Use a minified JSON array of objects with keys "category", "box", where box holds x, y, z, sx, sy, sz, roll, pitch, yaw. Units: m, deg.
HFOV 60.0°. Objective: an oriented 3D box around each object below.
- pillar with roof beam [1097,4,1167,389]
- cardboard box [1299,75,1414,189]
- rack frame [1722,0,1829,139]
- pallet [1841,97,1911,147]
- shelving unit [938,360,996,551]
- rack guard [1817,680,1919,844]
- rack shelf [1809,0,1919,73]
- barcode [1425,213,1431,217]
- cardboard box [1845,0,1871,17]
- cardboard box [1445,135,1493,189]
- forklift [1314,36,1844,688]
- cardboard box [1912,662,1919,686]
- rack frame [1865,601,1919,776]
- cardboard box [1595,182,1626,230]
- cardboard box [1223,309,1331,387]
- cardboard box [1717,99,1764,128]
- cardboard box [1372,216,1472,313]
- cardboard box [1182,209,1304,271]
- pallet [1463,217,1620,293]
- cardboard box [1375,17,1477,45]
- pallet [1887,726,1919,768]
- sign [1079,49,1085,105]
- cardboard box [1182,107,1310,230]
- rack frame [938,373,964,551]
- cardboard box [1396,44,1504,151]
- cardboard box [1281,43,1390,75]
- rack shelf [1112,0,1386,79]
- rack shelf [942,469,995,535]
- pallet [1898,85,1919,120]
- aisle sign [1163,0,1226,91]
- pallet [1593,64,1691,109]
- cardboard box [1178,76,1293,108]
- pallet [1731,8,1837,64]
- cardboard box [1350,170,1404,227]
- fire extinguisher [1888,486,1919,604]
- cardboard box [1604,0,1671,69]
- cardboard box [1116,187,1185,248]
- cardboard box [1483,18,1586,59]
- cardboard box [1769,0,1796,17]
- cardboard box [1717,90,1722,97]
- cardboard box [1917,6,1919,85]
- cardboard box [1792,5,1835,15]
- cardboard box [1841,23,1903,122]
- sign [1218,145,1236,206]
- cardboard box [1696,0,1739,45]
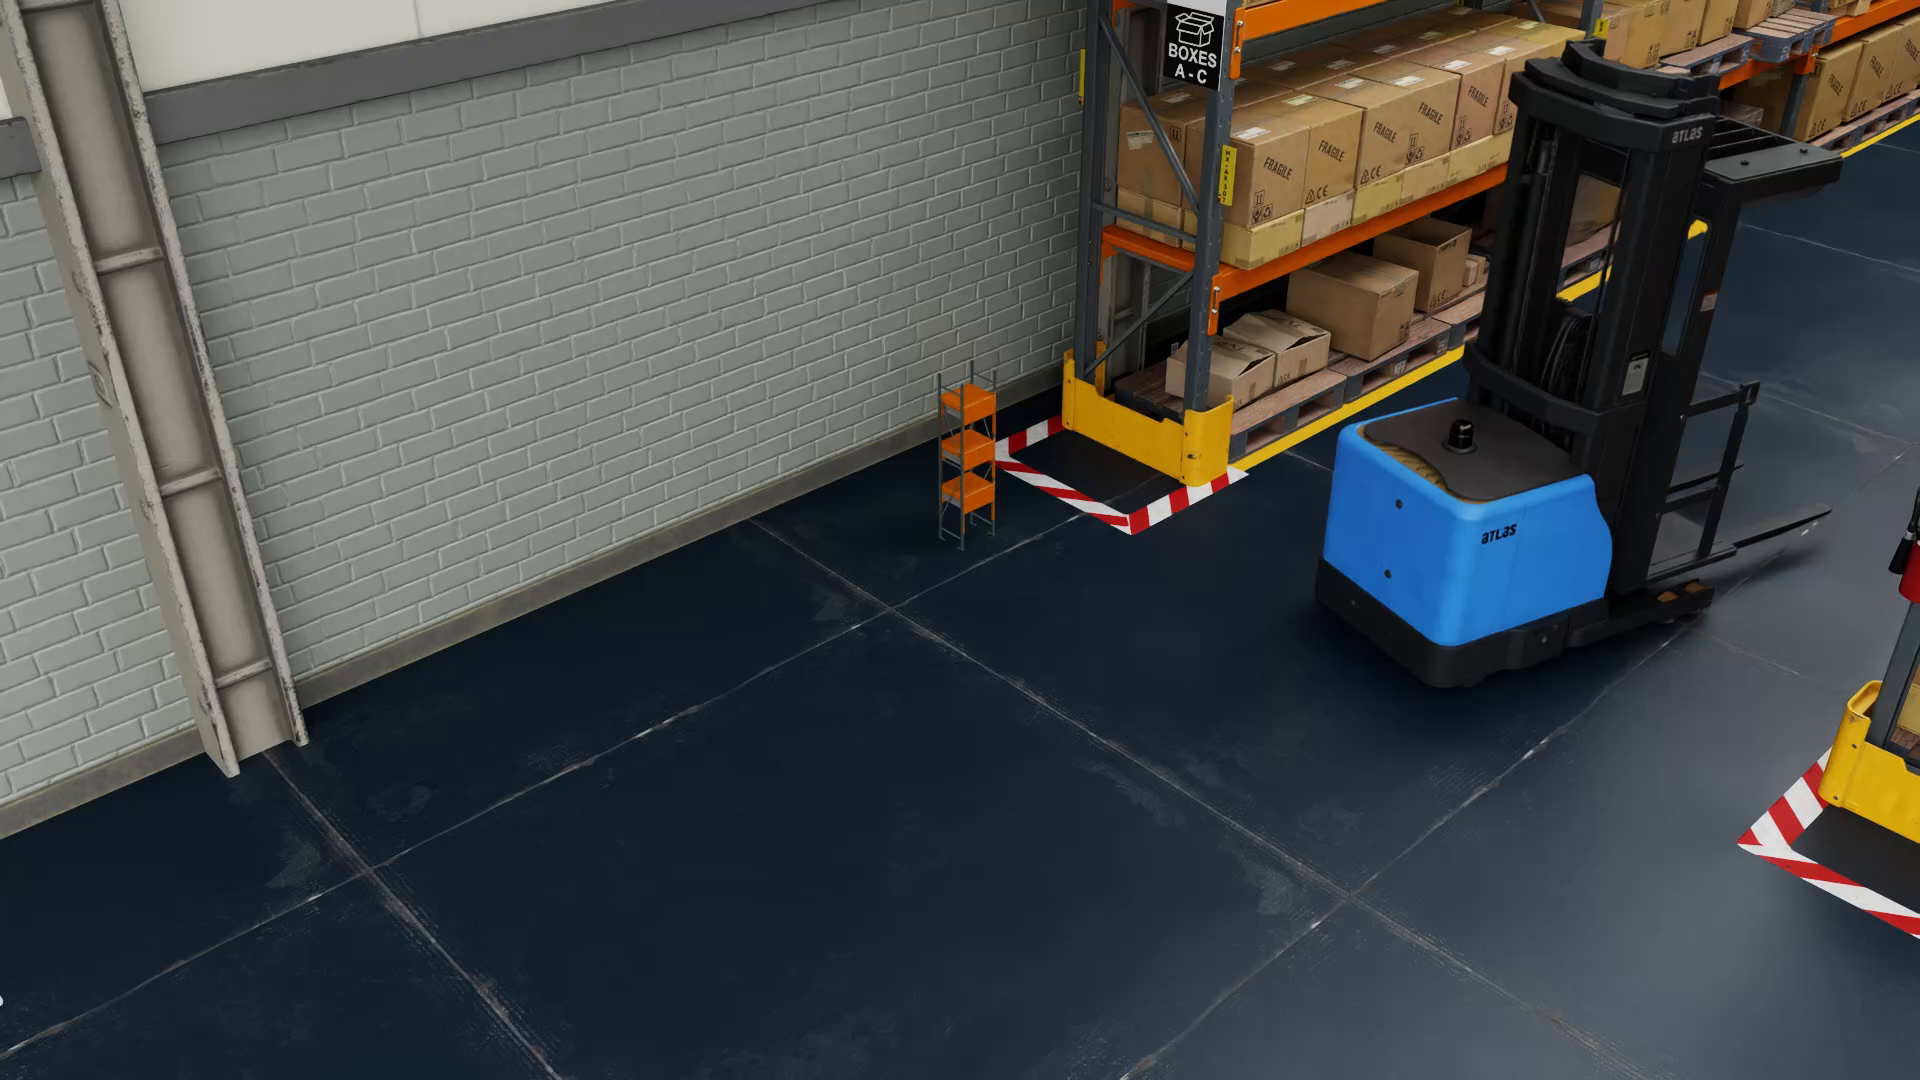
[{"category":"pillar with roof beam","box":[3.952,-3.338,6.417,0.400,9.000,9.100,-26,40,-35]},{"category":"cardboard box","box":[2.407,-2.517,10.231,0.500,0.500,0.500,-27,41,-37]},{"category":"rack frame","box":[6.966,-4.684,14.368,0.127,3.000,1.000,-26,40,-35]},{"category":"pallet","box":[8.490,-4.175,16.210,1.213,0.211,1.003,-26,40,-35]},{"category":"shelving unit","box":[0.039,-0.467,9.342,0.252,1.050,0.215,-26,40,-35]},{"category":"rack guard","box":[4.453,1.123,7.269,0.348,0.500,1.175,-26,40,-35]},{"category":"rack shelf","box":[8.433,-5.086,15.716,4.000,0.370,1.077,-26,40,-35]},{"category":"barcode","box":[3.474,-2.423,12.339,0.075,0.075,0.001,-26,40,-35]},{"category":"cardboard box","box":[7.808,-4.761,14.717,0.250,0.149,0.380,-24,39,-34]},{"category":"cardboard box","box":[3.163,-2.567,11.032,0.500,0.250,0.500,-26,40,-36]},{"category":"forklift","box":[3.464,-1.037,8.471,3.031,2.935,1.130,-15,34,-23]},{"category":"cardboard box","box":[4.662,0.418,7.540,0.500,0.500,0.500,-26,40,-35]},{"category":"rack frame","box":[4.471,0.048,6.631,0.127,3.000,1.000,-26,40,-35]},{"category":"cardboard box","box":[4.906,-2.856,13.354,0.500,0.500,0.700,-27,40,-36]},{"category":"cardboard box","box":[2.087,-1.300,10.990,0.500,0.311,0.500,-22,38,-32]},{"category":"cardboard box","box":[6.474,-3.529,14.455,0.500,0.500,0.700,-25,39,-35]},{"category":"cardboard box","box":[3.299,-2.003,11.958,0.500,0.500,0.500,26,40,35]},{"category":"cardboard box","box":[1.674,-1.842,9.846,0.500,0.250,0.500,-27,41,-37]},{"category":"pallet","box":[4.603,-2.352,13.228,1.213,0.211,1.003,-26,40,-35]},{"category":"cardboard box","box":[3.165,-3.260,11.447,0.500,0.500,0.500,-26,40,-36]},{"category":"pallet","box":[5.003,0.950,7.828,1.213,0.211,1.003,-26,40,-35]},{"category":"sign","box":[0.737,-2.694,9.702,0.005,0.325,0.100,-26,40,-35]},{"category":"cardboard box","box":[1.654,-2.165,9.655,0.500,0.500,0.500,-26,40,-35]},{"category":"rack frame","box":[-0.050,-0.424,9.271,0.008,1.050,0.200,-26,40,-35]},{"category":"cardboard box","box":[3.158,-2.889,10.840,0.500,0.500,0.500,-27,41,-37]},{"category":"cardboard box","box":[2.422,-2.897,10.853,0.500,0.500,0.500,-25,39,-35]},{"category":"rack shelf","box":[2.567,-3.528,10.293,4.000,0.370,1.077,-26,40,-35]},{"category":"rack shelf","box":[0.039,-0.221,9.492,0.240,0.259,0.215,-26,40,-35]},{"category":"pallet","box":[9.385,-4.610,16.921,1.213,0.211,1.003,-26,40,-35]},{"category":"aisle sign","box":[1.251,-2.815,8.820,0.004,0.787,0.394,-26,40,-35]},{"category":"pallet","box":[4.692,-3.398,12.450,1.213,0.211,1.003,-26,40,-35]},{"category":"cardboard box","box":[1.677,-2.534,10.258,0.500,0.500,0.500,-25,39,-35]},{"category":"pallet","box":[6.516,-4.308,13.938,1.003,0.211,1.213,-26,40,-35]},{"category":"cardboard box","box":[2.422,-2.210,10.448,0.500,0.250,0.500,-27,40,-36]},{"category":"fire extinguisher","box":[4.068,-0.055,6.873,0.183,0.674,0.296,-26,40,-35]},{"category":"cardboard box","box":[4.844,-3.858,12.501,0.500,0.500,0.700,-21,37,-31]},{"category":"cardboard box","box":[1.311,-2.030,10.154,0.500,0.250,0.500,-25,39,-35]},{"category":"cardboard box","box":[3.897,-3.243,11.419,0.500,0.500,0.500,-26,40,-36]},{"category":"cardboard box","box":[6.628,-4.743,13.949,0.700,0.500,0.500,24,39,34]},{"category":"cardboard box","box":[6.013,-3.671,13.968,0.500,0.250,0.500,-25,39,-35]},{"category":"cardboard box","box":[9.511,-5.084,16.682,0.750,0.750,0.750,-25,40,-35]},{"category":"cardboard box","box":[7.365,-4.613,14.475,0.250,0.149,0.380,-26,40,-36]},{"category":"cardboard box","box":[8.241,-4.464,15.668,0.750,0.750,0.750,-26,40,-36]},{"category":"sign","box":[1.469,-2.008,9.163,0.005,0.325,0.100,-26,40,-35]},{"category":"cardboard box","box":[5.730,-4.293,13.212,0.500,0.500,0.700,-26,40,-35]}]
